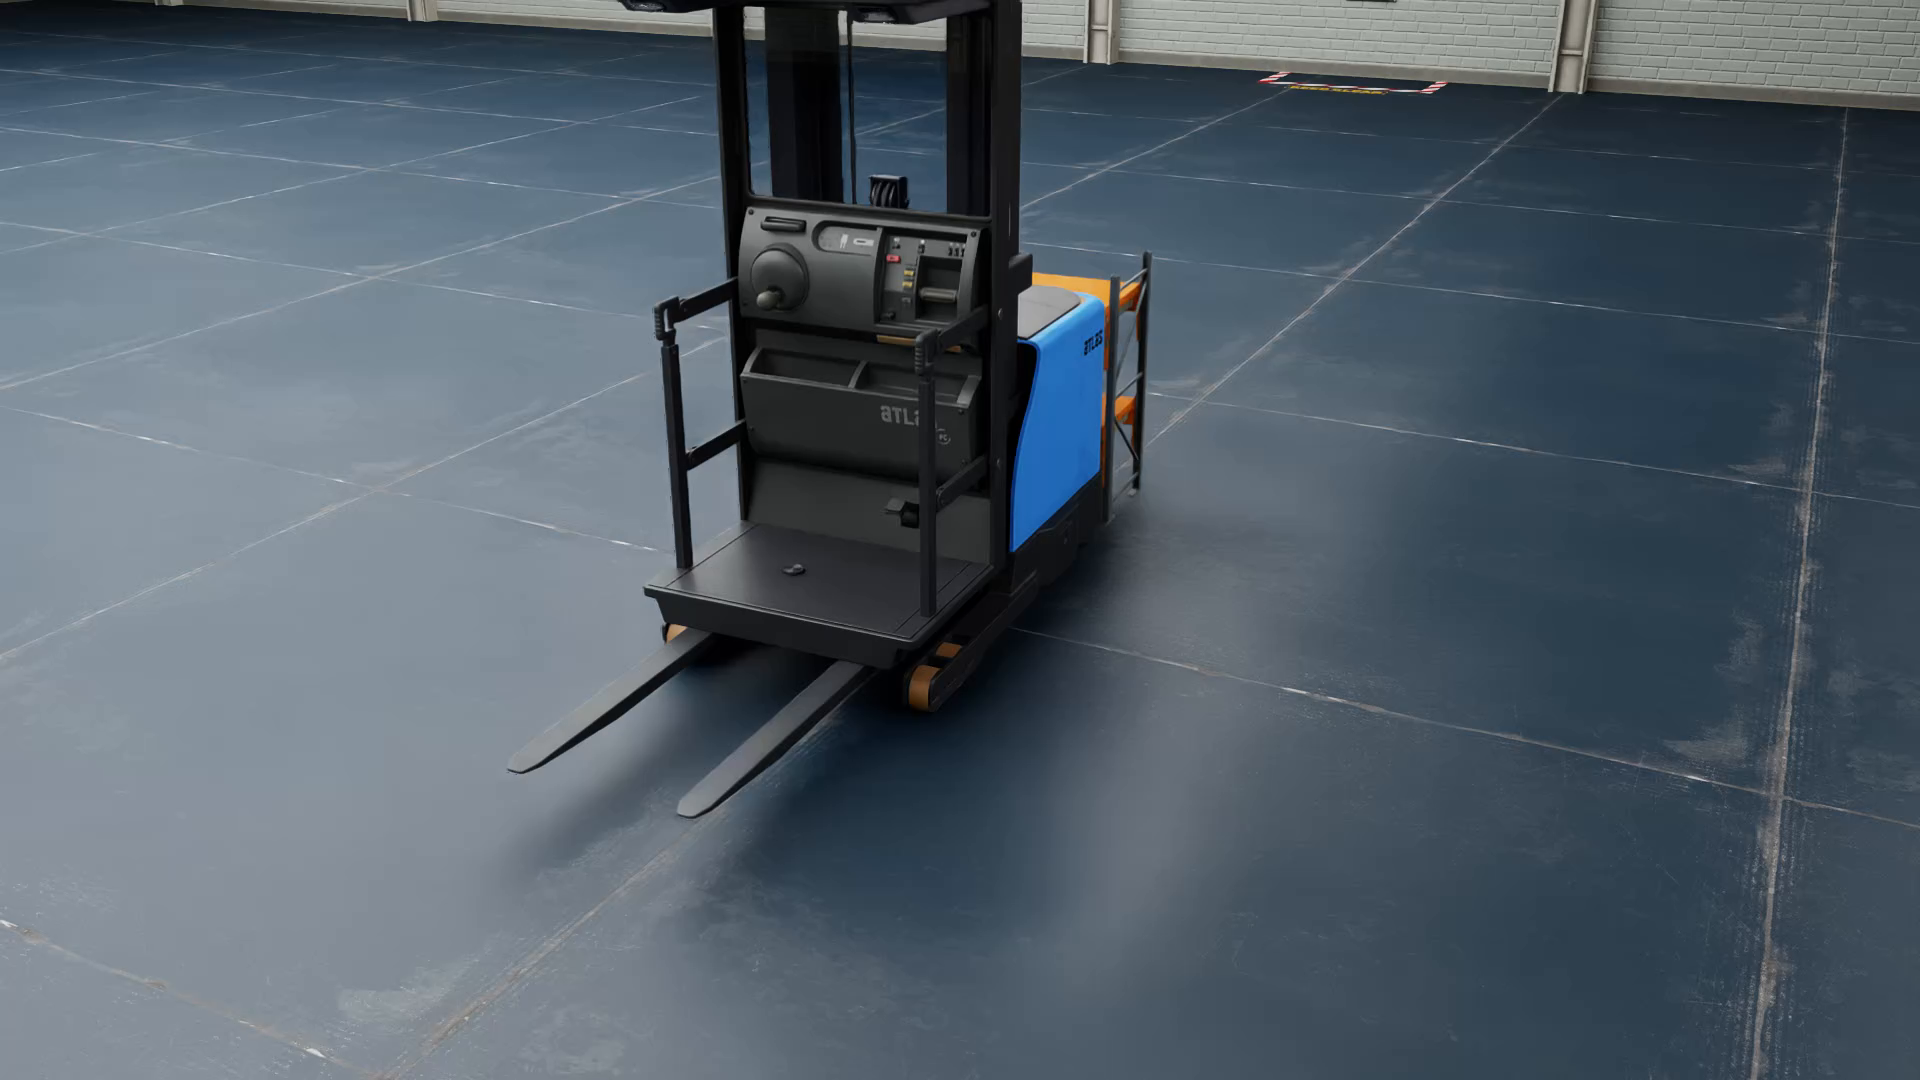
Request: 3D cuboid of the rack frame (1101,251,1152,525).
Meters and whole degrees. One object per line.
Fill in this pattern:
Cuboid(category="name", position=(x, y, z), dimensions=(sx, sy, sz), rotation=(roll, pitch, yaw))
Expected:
Cuboid(category="rack frame", position=(0.742, -0.677, 7.404), dimensions=(0.032, 1.125, 0.500), rotation=(9, 25, 21))

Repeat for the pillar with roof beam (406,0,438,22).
Cuboid(category="pillar with roof beam", position=(-10.756, -11.177, 22.033), dimensions=(0.400, 9.000, 9.100), rotation=(11, 25, 25))

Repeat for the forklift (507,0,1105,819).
Cuboid(category="forklift", position=(-0.450, -0.936, 5.705), dimensions=(1.130, 2.935, 3.031), rotation=(10, 25, 22))

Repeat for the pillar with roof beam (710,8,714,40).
Cuboid(category="pillar with roof beam", position=(-5.401, -10.118, 19.542), dimensions=(0.400, 9.000, 9.100), rotation=(11, 25, 25))

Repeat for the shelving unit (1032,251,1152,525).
Cuboid(category="shelving unit", position=(0.274, -0.755, 7.587), dimensions=(1.048, 1.125, 0.538), rotation=(9, 25, 21))

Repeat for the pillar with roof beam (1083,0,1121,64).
Cuboid(category="pillar with roof beam", position=(-0.047, -9.058, 17.051), dimensions=(0.400, 9.000, 9.100), rotation=(11, 25, 25))

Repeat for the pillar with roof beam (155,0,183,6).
Cuboid(category="pillar with roof beam", position=(-16.110, -12.236, 24.525), dimensions=(0.400, 9.000, 9.100), rotation=(11, 25, 25))

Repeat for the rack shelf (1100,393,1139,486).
Cuboid(category="rack shelf", position=(0.274, -0.530, 7.683), dimensions=(1.000, 0.278, 0.538), rotation=(9, 25, 21))

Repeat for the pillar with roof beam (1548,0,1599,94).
Cuboid(category="pillar with roof beam", position=(5.308, -7.999, 14.560), dimensions=(0.400, 9.000, 9.100), rotation=(11, 25, 25))

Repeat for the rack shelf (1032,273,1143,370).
Cuboid(category="rack shelf", position=(0.274, -1.024, 7.473), dimensions=(1.000, 0.278, 0.538), rotation=(9, 25, 21))

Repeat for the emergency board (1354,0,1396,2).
Cuboid(category="emergency board", position=(5.063, -7.199, 20.345), dimensions=(0.626, 1.169, 0.157), rotation=(11, 25, 25))
